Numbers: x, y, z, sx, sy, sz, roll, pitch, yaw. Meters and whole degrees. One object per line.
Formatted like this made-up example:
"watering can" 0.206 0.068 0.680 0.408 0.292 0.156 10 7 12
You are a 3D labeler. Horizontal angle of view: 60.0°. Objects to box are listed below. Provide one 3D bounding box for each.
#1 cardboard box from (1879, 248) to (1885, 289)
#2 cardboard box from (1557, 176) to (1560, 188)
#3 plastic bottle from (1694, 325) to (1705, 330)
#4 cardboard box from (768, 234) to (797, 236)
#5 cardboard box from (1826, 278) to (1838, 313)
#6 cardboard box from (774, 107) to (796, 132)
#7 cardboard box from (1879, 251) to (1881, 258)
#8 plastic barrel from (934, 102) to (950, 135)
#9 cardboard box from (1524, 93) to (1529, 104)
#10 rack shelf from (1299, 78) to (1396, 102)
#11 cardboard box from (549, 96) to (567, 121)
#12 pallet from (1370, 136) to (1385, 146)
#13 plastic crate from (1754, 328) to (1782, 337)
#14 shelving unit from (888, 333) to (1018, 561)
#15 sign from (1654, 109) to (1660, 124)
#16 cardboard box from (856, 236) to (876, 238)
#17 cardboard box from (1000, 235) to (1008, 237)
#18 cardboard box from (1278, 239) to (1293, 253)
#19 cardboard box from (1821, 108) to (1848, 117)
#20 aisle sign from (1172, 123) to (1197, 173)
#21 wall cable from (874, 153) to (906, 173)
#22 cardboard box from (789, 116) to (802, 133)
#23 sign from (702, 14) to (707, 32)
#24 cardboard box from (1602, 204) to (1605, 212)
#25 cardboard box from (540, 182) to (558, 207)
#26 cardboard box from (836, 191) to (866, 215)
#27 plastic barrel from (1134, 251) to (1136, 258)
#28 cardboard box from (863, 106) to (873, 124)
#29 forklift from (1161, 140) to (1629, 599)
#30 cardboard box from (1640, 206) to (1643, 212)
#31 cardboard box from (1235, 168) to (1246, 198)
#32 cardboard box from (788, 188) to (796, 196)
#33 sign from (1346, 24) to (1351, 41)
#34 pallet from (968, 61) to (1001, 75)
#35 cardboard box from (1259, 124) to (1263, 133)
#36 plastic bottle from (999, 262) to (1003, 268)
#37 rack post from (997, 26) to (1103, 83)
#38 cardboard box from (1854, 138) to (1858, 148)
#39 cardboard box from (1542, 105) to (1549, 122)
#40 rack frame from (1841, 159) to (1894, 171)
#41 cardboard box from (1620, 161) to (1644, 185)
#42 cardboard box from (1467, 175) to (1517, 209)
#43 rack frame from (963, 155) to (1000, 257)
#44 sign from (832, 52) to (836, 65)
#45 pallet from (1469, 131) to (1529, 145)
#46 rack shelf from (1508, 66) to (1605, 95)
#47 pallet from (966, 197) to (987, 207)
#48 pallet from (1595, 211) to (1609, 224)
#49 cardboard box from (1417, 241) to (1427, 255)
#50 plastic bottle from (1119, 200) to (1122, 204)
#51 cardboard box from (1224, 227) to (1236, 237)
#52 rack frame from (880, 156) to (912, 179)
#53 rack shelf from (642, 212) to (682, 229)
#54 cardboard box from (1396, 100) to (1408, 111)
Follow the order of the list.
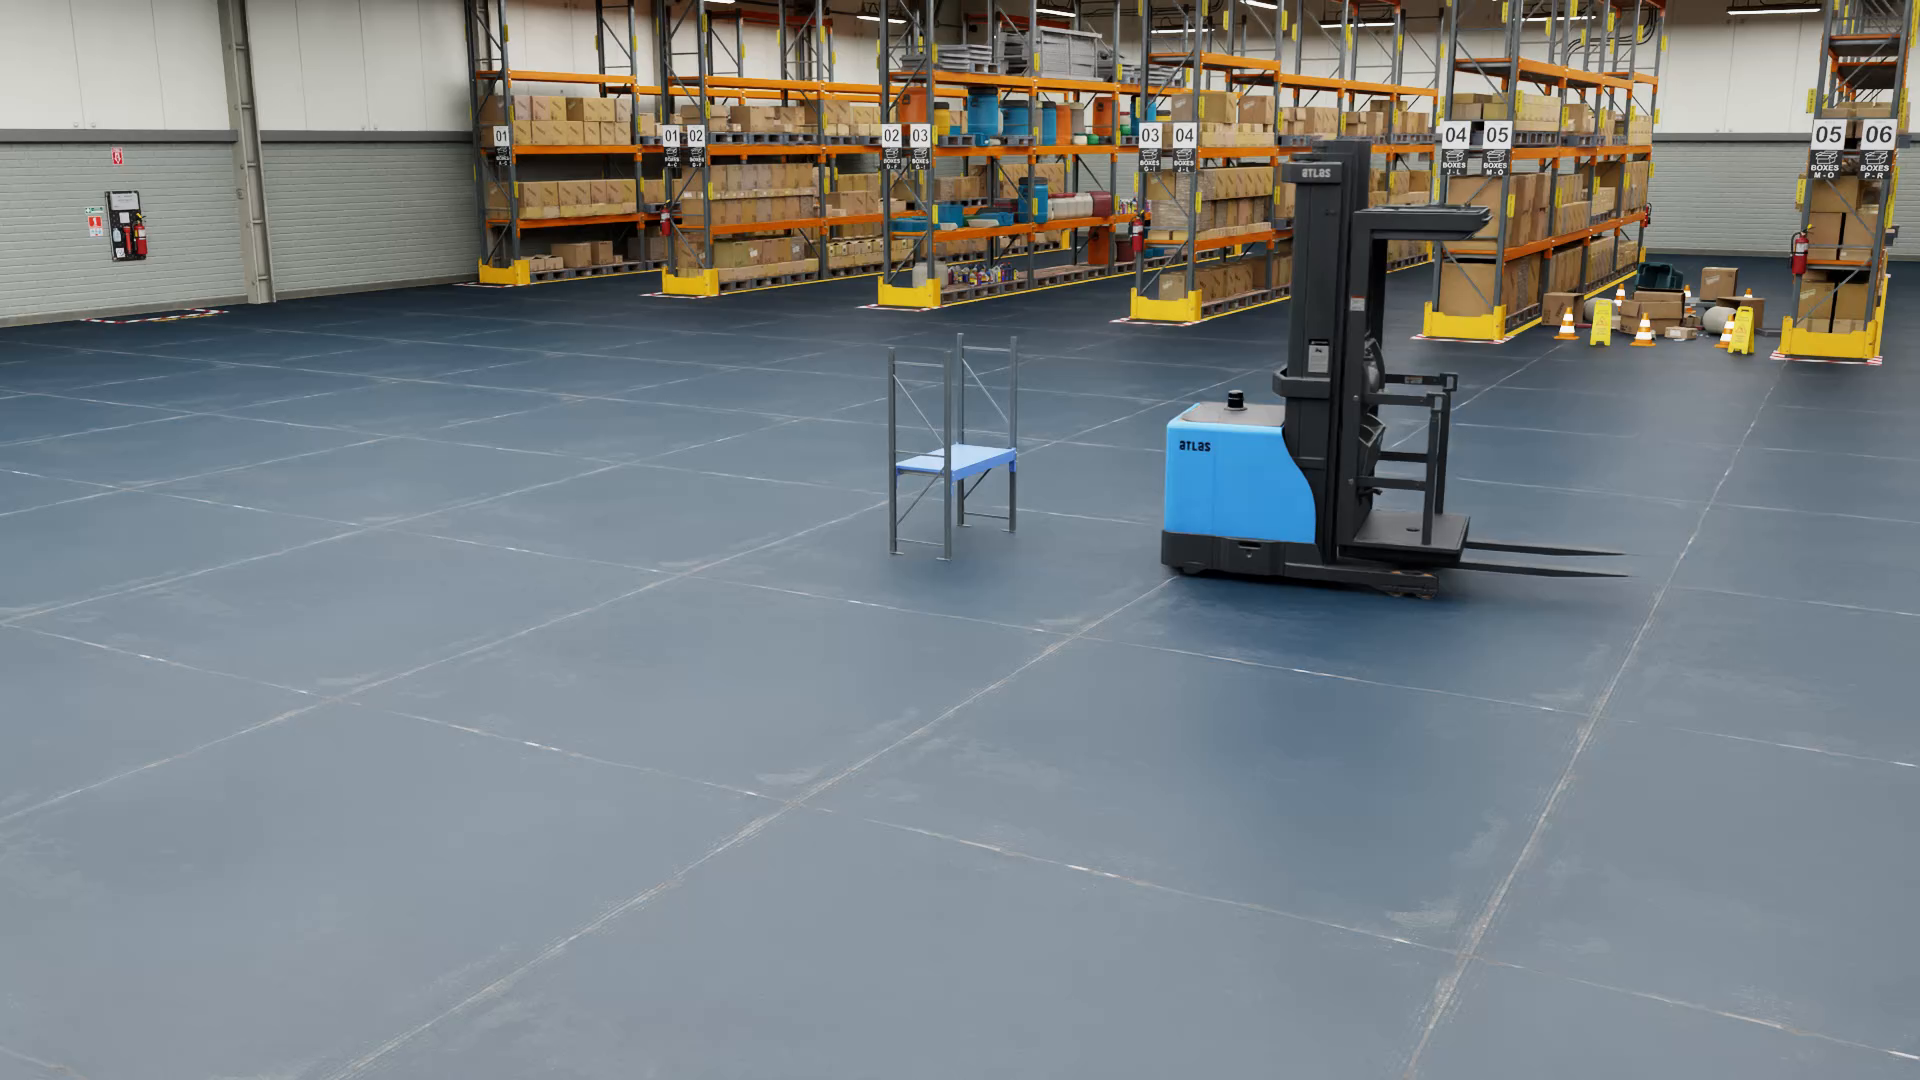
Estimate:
"cardboard box" 16.799 -5.161 31.177 0.875 0.875 0.875 8 15 29
"cardboard box" 10.123 -6.137 29.242 0.700 0.500 0.500 7 15 27
"plastic bottle" 11.758 -3.373 26.395 0.133 0.061 0.283 11 17 38
"cardboard box" -3.820 -6.272 35.521 0.500 0.500 0.500 7 15 28
"cardboard box" 12.498 -3.567 24.298 0.500 0.500 0.500 8 16 30
"cardboard box" -3.796 -8.805 34.849 0.500 0.500 0.500 9 16 33
"cardboard box" 12.907 -4.103 23.688 0.380 0.149 0.250 8 16 29
"plastic barrel" -0.481 -7.719 30.455 0.600 0.588 0.600 0 14 0
"cardboard box" 8.393 -6.686 25.192 0.380 0.149 0.250 7 15 27
"rack shelf" 8.249 -9.580 35.458 1.077 0.370 4.000 7 15 28
"cardboard box" -8.670 -9.097 35.079 0.500 0.500 0.500 8 16 30
"pallet" 8.816 -8.790 36.600 0.805 0.209 1.217 7 15 26
"plastic crate" 12.547 -3.205 25.659 0.402 0.080 0.583 2 14 9
"shelving unit" -0.041 -0.712 12.285 0.538 1.500 1.048 7 15 28
"sign" 15.919 -9.678 37.986 0.100 0.325 0.005 7 15 28
"cardboard box" -2.145 -6.878 38.436 0.500 0.311 0.500 7 15 27
"cardboard box" 0.936 -7.951 43.911 0.500 0.311 0.500 7 15 28
"cardboard box" 6.737 -5.910 33.441 0.500 0.250 0.500 9 16 34
"cardboard box" 11.995 -5.860 22.874 0.380 0.149 0.250 8 15 29
"aisle sign" 3.648 -6.373 27.022 0.394 0.787 0.004 7 15 28
"wall cable" -2.068 -10.986 49.535 0.084 1.984 1.851 7 15 28
"cardboard box" -4.526 -10.733 43.100 0.700 0.500 0.500 7 15 27
"sign" -4.772 -9.663 31.082 0.100 0.325 0.005 7 15 28
"cardboard box" 12.863 -6.746 33.755 0.380 0.149 0.250 8 16 30
"cardboard box" -8.852 -7.305 35.112 0.500 0.500 0.500 7 15 28
"cardboard box" -2.439 -7.515 37.092 0.500 0.500 0.500 7 15 28
"plastic barrel" 3.909 -6.813 38.806 0.421 0.512 0.421 0 14 0
"cardboard box" -2.725 -11.627 45.571 0.500 0.500 0.500 7 15 28
"forklift" 2.971 -1.176 11.156 3.031 2.935 1.130 5 14 20
"cardboard box" 15.533 -7.635 38.339 0.380 0.149 0.250 7 15 28
"cardboard box" 4.644 -6.225 28.973 0.500 0.500 0.500 7 15 28
"cardboard box" -3.637 -7.225 34.506 0.380 0.149 0.250 7 15 28
"sign" 7.762 -10.147 33.260 0.100 0.325 0.005 7 15 28
"pallet" 0.050 -8.745 30.861 1.003 0.211 1.213 7 15 28
"cardboard box" 5.190 -7.351 29.693 0.380 0.149 0.250 7 15 25
"plastic bottle" 0.828 -5.316 32.895 0.144 0.351 0.185 7 15 28
"rack post" 1.890 -9.965 34.242 1.013 1.000 3.121 7 15 28
"cardboard box" 13.460 -6.043 25.336 0.380 0.149 0.250 7 15 28
"cardboard box" 9.140 -6.841 26.683 0.500 0.250 0.500 7 15 28
"rack frame" 17.891 -6.495 33.075 1.000 3.000 0.127 7 15 28
"cardboard box" 14.951 -8.202 37.171 0.500 0.500 0.500 8 16 31
"cardboard box" 8.106 -5.366 25.768 0.875 0.550 0.550 7 15 28
"rack frame" 0.546 -8.741 42.391 1.000 3.000 0.127 7 15 28
"sign" -3.311 -12.652 43.649 0.100 0.325 0.005 7 15 28
"pallet" 8.058 -6.142 25.398 1.003 0.211 1.213 7 15 28
"rack shelf" 10.609 -8.177 29.637 1.077 0.370 4.000 7 15 28
"pallet" 0.064 -8.496 41.785 1.003 0.211 1.213 7 15 28
"pallet" 12.496 -6.532 33.638 1.003 0.211 1.213 7 15 28
"cardboard box" 10.910 -7.470 40.754 0.875 0.875 0.875 7 15 28
"plastic bottle" 3.715 -7.750 38.556 0.097 0.271 0.097 0 14 0
"cardboard box" 4.571 -5.362 28.911 0.380 0.149 0.250 7 15 28
"rack frame" -1.859 -10.122 48.120 1.000 3.000 0.127 7 15 28
"rack shelf" -6.693 -7.721 39.694 1.077 0.370 4.000 7 15 28
"cardboard box" 10.164 -10.150 38.910 0.500 0.250 0.500 7 15 26
